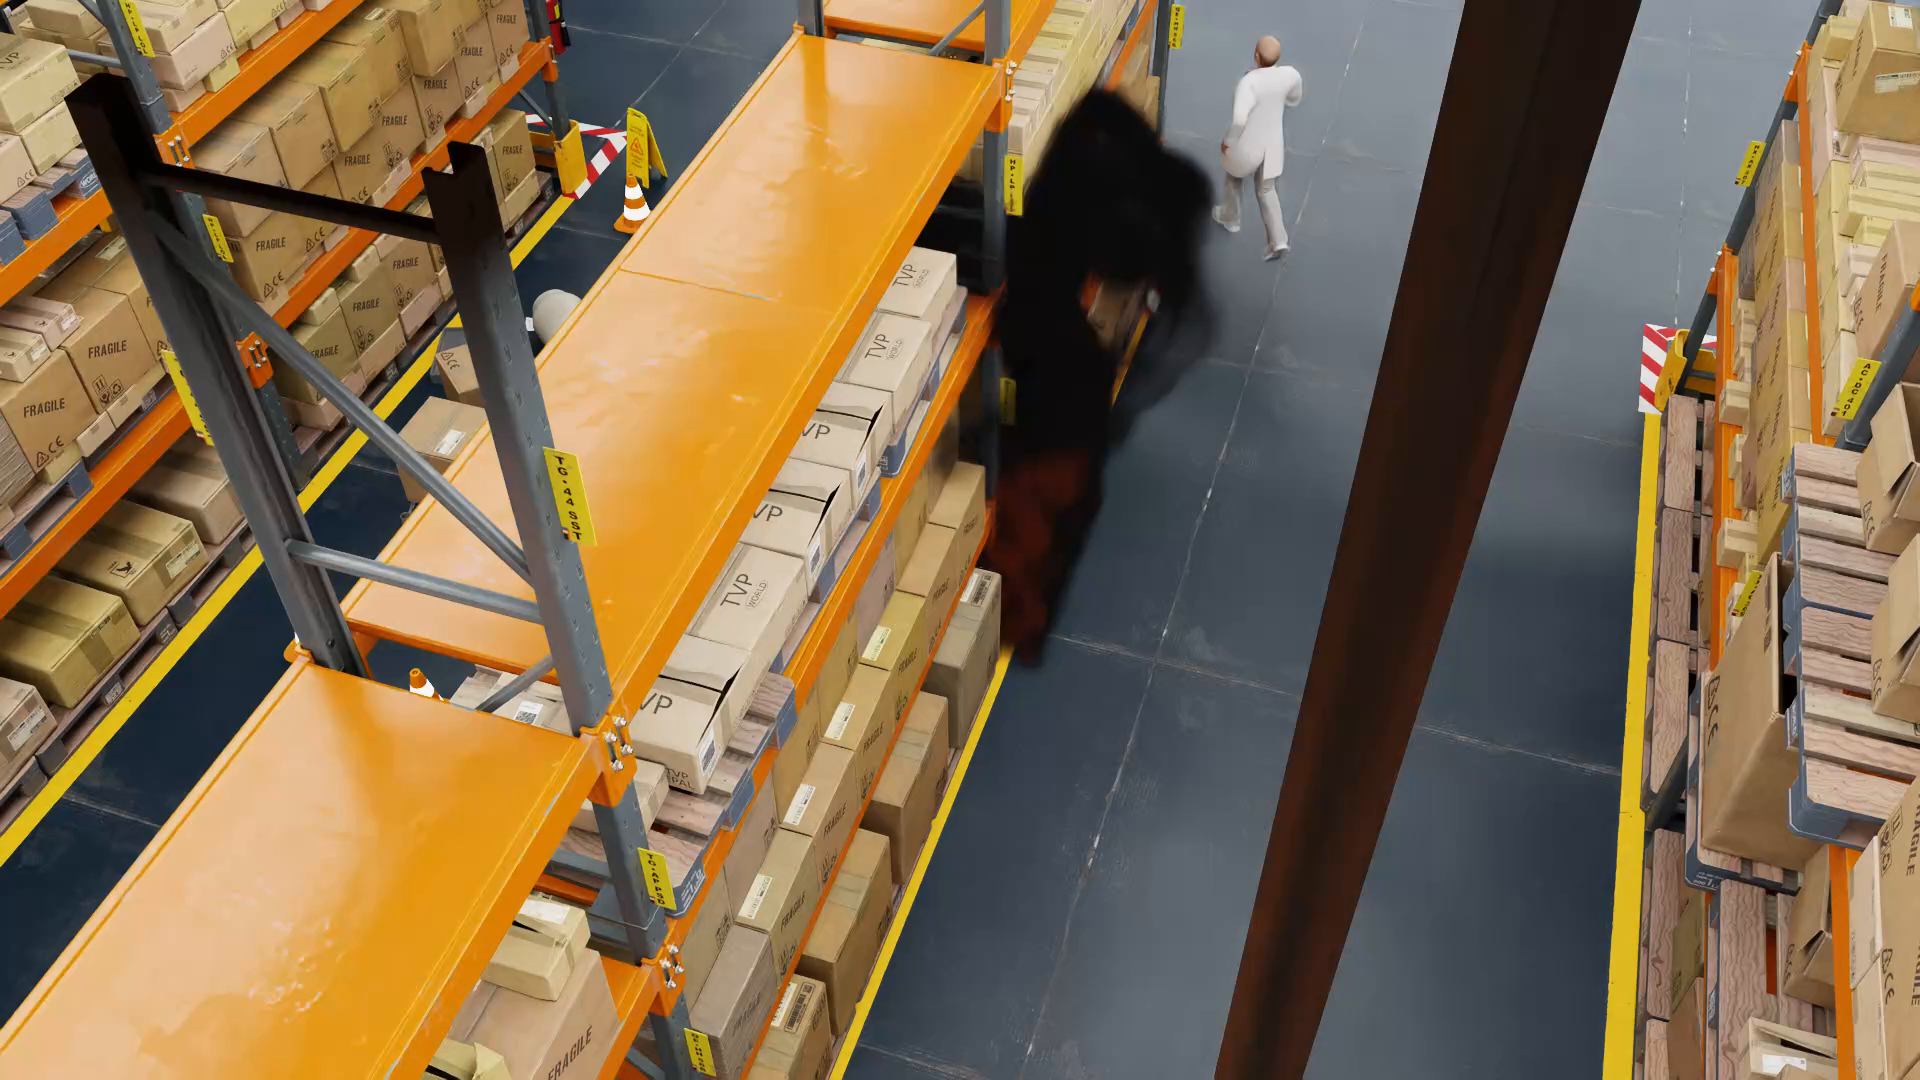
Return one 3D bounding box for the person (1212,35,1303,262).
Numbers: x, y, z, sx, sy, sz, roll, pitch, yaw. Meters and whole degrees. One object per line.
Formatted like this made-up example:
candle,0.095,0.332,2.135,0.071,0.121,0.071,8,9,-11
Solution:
person,2.261,-2.972,12.606,0.711,1.778,0.990,-14,47,-14
